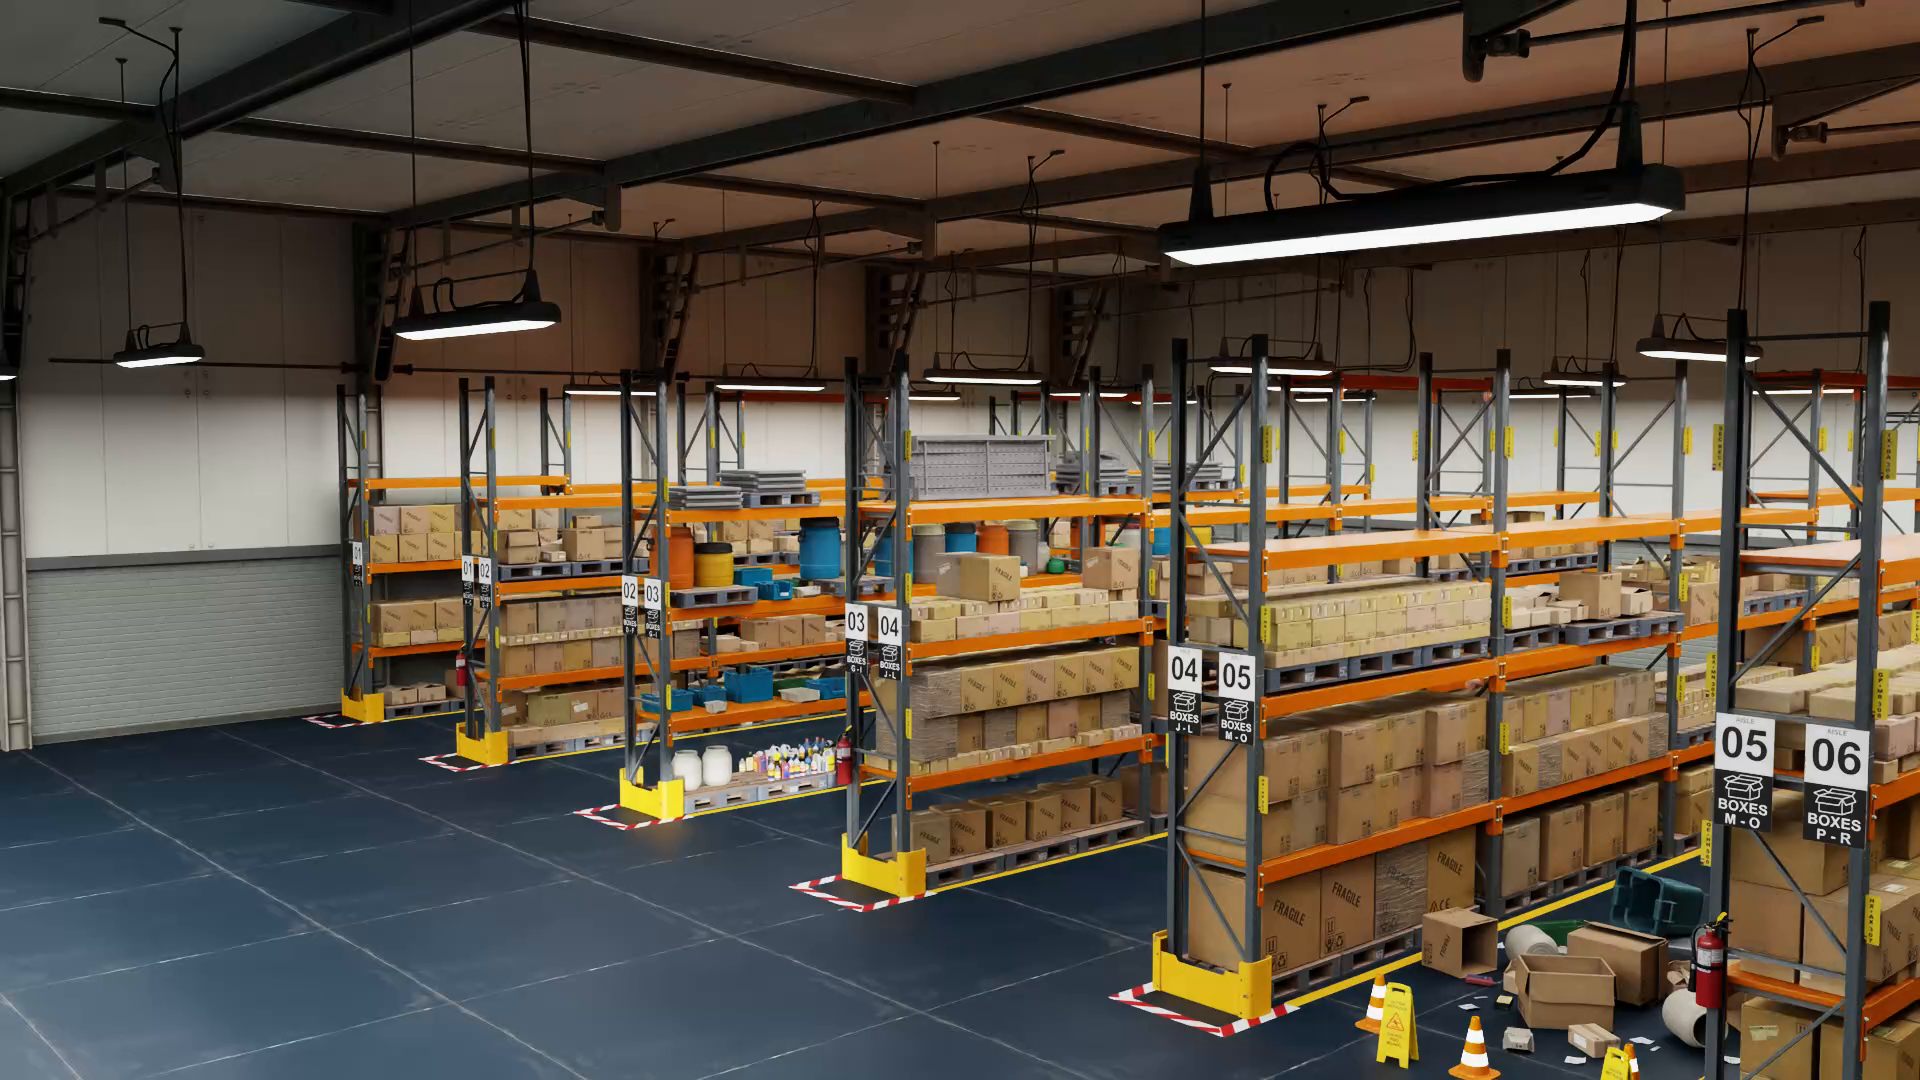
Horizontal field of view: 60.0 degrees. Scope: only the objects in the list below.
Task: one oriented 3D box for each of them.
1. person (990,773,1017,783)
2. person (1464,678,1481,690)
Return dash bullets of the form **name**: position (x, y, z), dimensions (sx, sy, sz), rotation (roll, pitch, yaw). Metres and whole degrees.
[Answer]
- **person**: position (0.659, 2.679, 24.617), dimensions (0.551, 1.768, 0.633), rotation (0, 4, -7)
- **person**: position (7.219, 2.762, 23.412), dimensions (0.565, 1.720, 0.478), rotation (-1, 4, -16)
